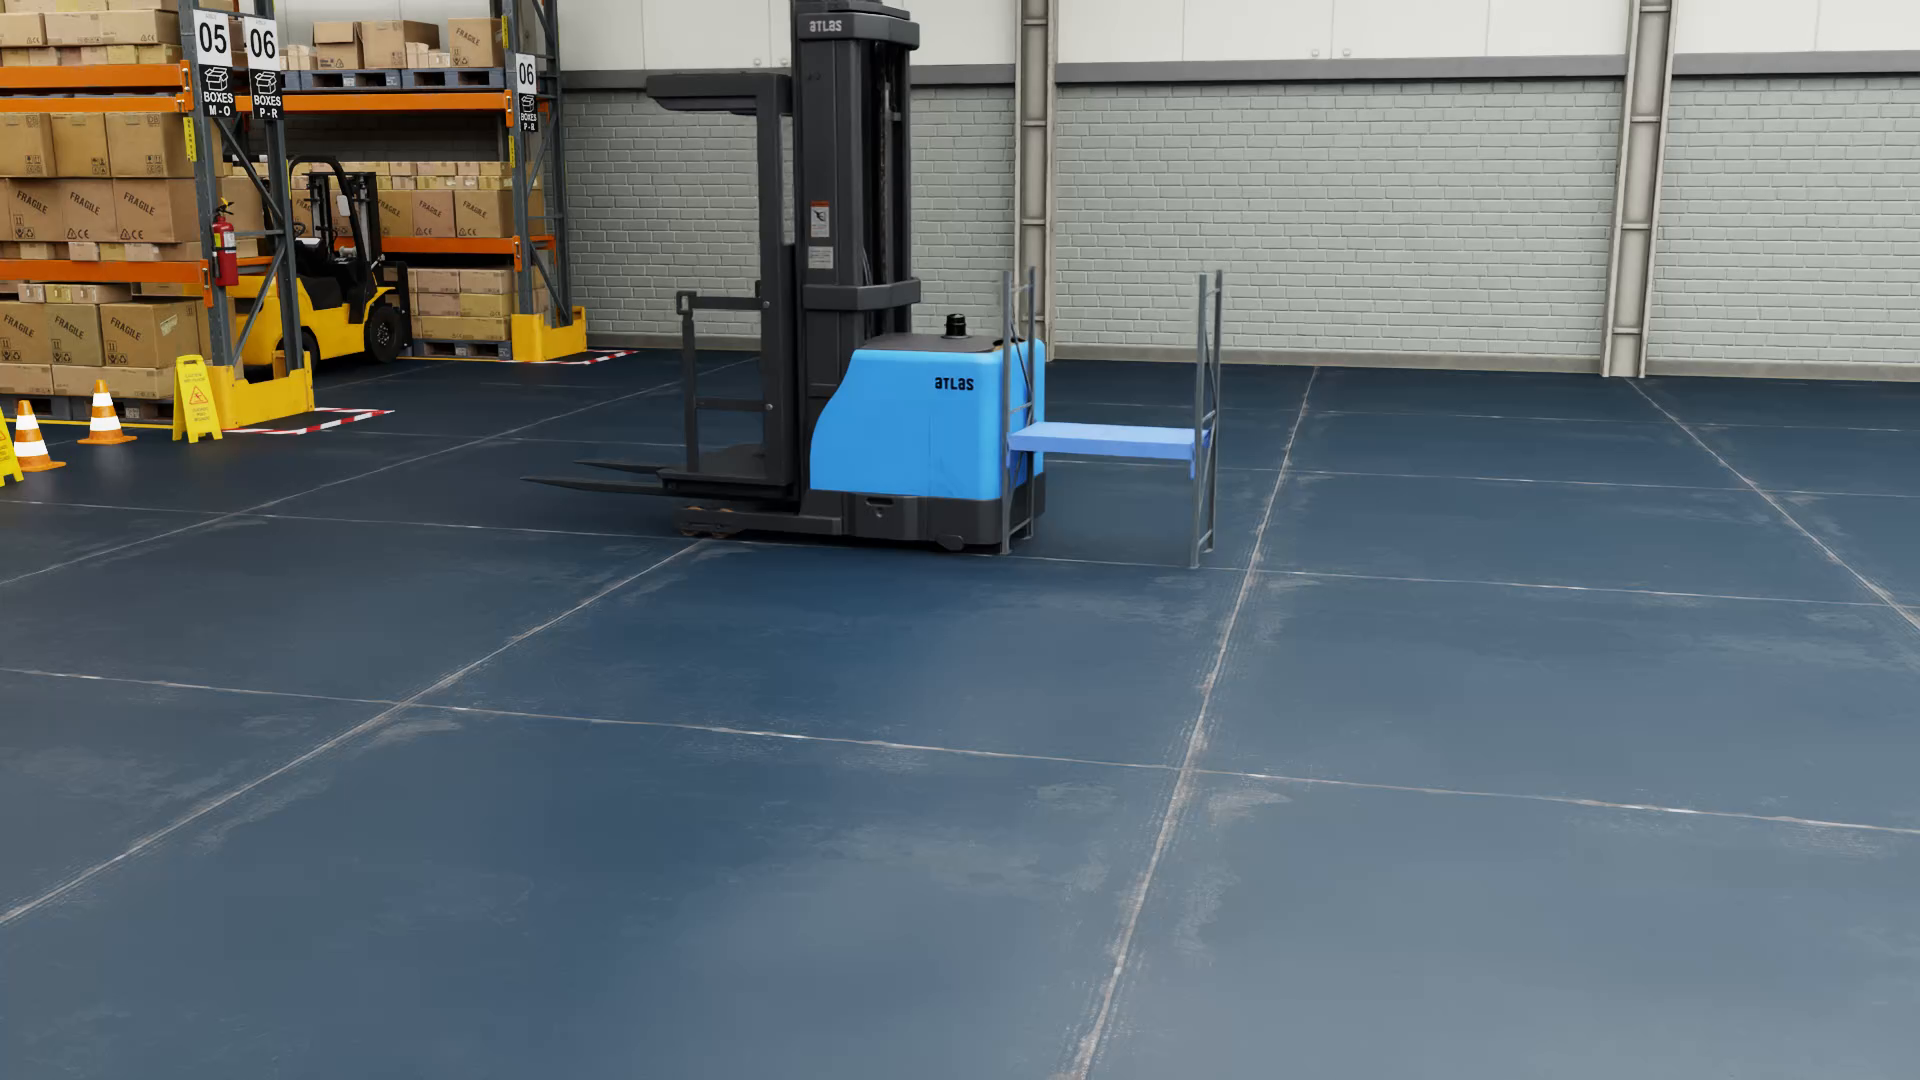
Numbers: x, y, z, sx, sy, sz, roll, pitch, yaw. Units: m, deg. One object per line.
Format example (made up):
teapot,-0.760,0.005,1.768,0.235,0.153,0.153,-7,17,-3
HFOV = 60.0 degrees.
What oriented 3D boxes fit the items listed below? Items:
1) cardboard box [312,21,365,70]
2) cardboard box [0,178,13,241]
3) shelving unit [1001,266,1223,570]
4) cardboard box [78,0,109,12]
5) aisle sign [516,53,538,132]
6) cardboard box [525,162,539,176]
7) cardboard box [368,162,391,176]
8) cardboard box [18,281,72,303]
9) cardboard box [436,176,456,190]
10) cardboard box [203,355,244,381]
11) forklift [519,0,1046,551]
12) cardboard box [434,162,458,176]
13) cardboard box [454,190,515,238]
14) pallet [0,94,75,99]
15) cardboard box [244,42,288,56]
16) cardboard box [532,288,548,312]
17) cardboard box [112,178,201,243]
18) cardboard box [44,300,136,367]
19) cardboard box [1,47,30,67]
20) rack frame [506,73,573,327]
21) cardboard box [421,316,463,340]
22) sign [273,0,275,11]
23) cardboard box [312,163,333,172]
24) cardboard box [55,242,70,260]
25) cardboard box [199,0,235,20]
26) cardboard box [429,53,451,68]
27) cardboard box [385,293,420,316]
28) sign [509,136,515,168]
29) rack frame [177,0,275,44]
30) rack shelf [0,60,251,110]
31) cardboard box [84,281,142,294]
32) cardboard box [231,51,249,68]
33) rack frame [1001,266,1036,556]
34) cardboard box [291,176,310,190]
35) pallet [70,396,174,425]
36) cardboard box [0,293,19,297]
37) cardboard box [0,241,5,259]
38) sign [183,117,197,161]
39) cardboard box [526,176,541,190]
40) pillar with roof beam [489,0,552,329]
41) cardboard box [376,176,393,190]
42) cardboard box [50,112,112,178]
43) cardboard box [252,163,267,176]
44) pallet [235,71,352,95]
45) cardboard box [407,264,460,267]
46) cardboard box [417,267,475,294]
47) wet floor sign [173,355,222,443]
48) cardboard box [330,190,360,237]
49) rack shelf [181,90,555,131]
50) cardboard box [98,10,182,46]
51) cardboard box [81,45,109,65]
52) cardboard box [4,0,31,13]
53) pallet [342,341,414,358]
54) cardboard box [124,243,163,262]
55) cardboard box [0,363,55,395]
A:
cardboard box,-6.578,-5.363,18.117,0.637,0.503,0.797,3,13,15
cardboard box,-7.797,-2.714,13.625,0.500,0.500,0.500,3,13,14
shelving unit,0.798,-0.666,8.773,1.048,1.500,0.538,4,13,18
cardboard box,-6.639,-4.183,12.978,0.250,0.149,0.380,3,13,13
aisle sign,-4.568,-4.714,17.554,0.004,0.787,0.394,3,13,14
cardboard box,-4.836,-4.083,18.297,0.250,0.149,0.380,3,13,12
cardboard box,-6.222,-4.040,18.103,0.250,0.149,0.380,3,13,15
cardboard box,-7.458,-2.031,13.612,0.250,0.149,0.380,4,13,16
cardboard box,-5.457,-3.868,18.014,0.250,0.149,0.380,3,13,15
cardboard box,-6.464,-1.429,14.127,0.500,0.250,0.500,3,13,13
forklift,-1.079,-1.542,9.415,3.031,2.935,1.130,4,13,18
cardboard box,-5.467,-4.009,17.964,0.250,0.149,0.380,3,13,15
cardboard box,-5.102,-3.529,17.984,0.500,0.500,0.500,3,13,12
pallet,-10.561,-5.224,19.363,1.213,0.211,1.003,4,13,16
cardboard box,-7.695,-5.298,18.268,0.500,0.311,0.500,3,13,15
cardboard box,-4.968,-2.685,18.634,0.500,0.250,0.500,3,13,15
cardboard box,-6.340,-2.630,13.246,0.500,0.500,0.500,3,13,13
cardboard box,-7.094,-1.708,13.654,0.500,0.500,0.500,4,13,16
cardboard box,-7.397,-3.840,13.270,0.250,0.149,0.380,3,13,12
rack frame,-4.561,-3.510,18.129,0.127,3.000,1.000,3,13,14
cardboard box,-5.573,-2.358,18.317,0.500,0.250,0.500,3,13,14
sign,-5.617,-4.471,13.518,0.005,0.325,0.100,3,13,14
cardboard box,-6.936,-4.099,18.369,0.250,0.149,0.380,3,13,13
cardboard box,-7.150,-2.375,13.595,0.250,0.149,0.380,3,13,14
cardboard box,-6.043,-4.258,13.316,0.250,0.149,0.380,3,13,13
cardboard box,-5.438,-5.085,17.681,0.250,0.149,0.380,3,13,12
cardboard box,-6.099,-2.627,18.373,0.500,0.250,0.500,3,13,12
sign,-4.705,-4.078,17.467,0.005,0.325,0.100,3,13,14
rack frame,-5.747,-5.395,12.774,0.127,3.000,1.000,3,13,14
rack shelf,-7.688,-3.683,13.644,4.000,0.370,1.077,3,13,14
cardboard box,-9.705,-2.830,19.577,0.625,0.625,0.875,3,13,13
cardboard box,-5.991,-3.893,13.511,0.250,0.149,0.380,3,13,14
rack frame,0.317,-0.702,8.933,0.032,1.500,0.500,4,13,18
cardboard box,-7.211,-3.948,18.375,0.250,0.149,0.380,3,13,13
pallet,-6.601,-1.158,13.967,1.213,0.211,1.003,3,13,14
cardboard box,-8.002,-1.876,14.411,0.500,0.500,0.500,4,13,17
cardboard box,-7.910,-2.392,13.668,0.250,0.149,0.380,3,13,13
sign,-5.899,-3.070,12.743,0.005,0.325,0.100,3,13,14
cardboard box,-4.828,-3.948,18.373,0.250,0.149,0.380,3,13,12
pillar with roof beam,-6.053,-5.759,14.416,0.400,9.000,9.100,3,13,14
cardboard box,-6.216,-3.896,18.140,0.250,0.149,0.380,3,13,14
cardboard box,-6.784,-3.157,13.310,0.500,0.500,0.700,3,13,14
cardboard box,-7.681,-4.143,18.569,0.250,0.149,0.380,3,13,12
pallet,-7.610,-5.100,18.574,1.213,0.211,1.003,3,13,14
cardboard box,-5.951,-2.979,18.806,0.500,0.250,0.500,3,13,13
cardboard box,-5.580,-2.844,18.199,0.500,0.250,0.500,3,13,15
wet floor sign,-5.819,-1.082,12.620,0.232,0.644,0.267,8,15,33
cardboard box,-6.592,-3.608,18.341,0.500,0.500,0.500,3,13,14
rack shelf,-6.503,-4.727,18.350,4.000,0.370,1.077,3,13,14
cardboard box,-6.308,-3.972,12.947,0.500,0.250,0.500,3,13,13
cardboard box,-6.659,-3.794,13.066,0.250,0.149,0.380,3,13,15
cardboard box,-7.357,-4.241,13.236,0.250,0.149,0.380,3,13,12
pallet,-6.494,-2.243,18.858,1.213,0.211,1.003,3,13,14
cardboard box,-6.434,-2.308,13.290,0.250,0.149,0.380,3,13,13
cardboard box,-7.606,-1.369,13.856,0.500,0.250,0.500,3,13,12
